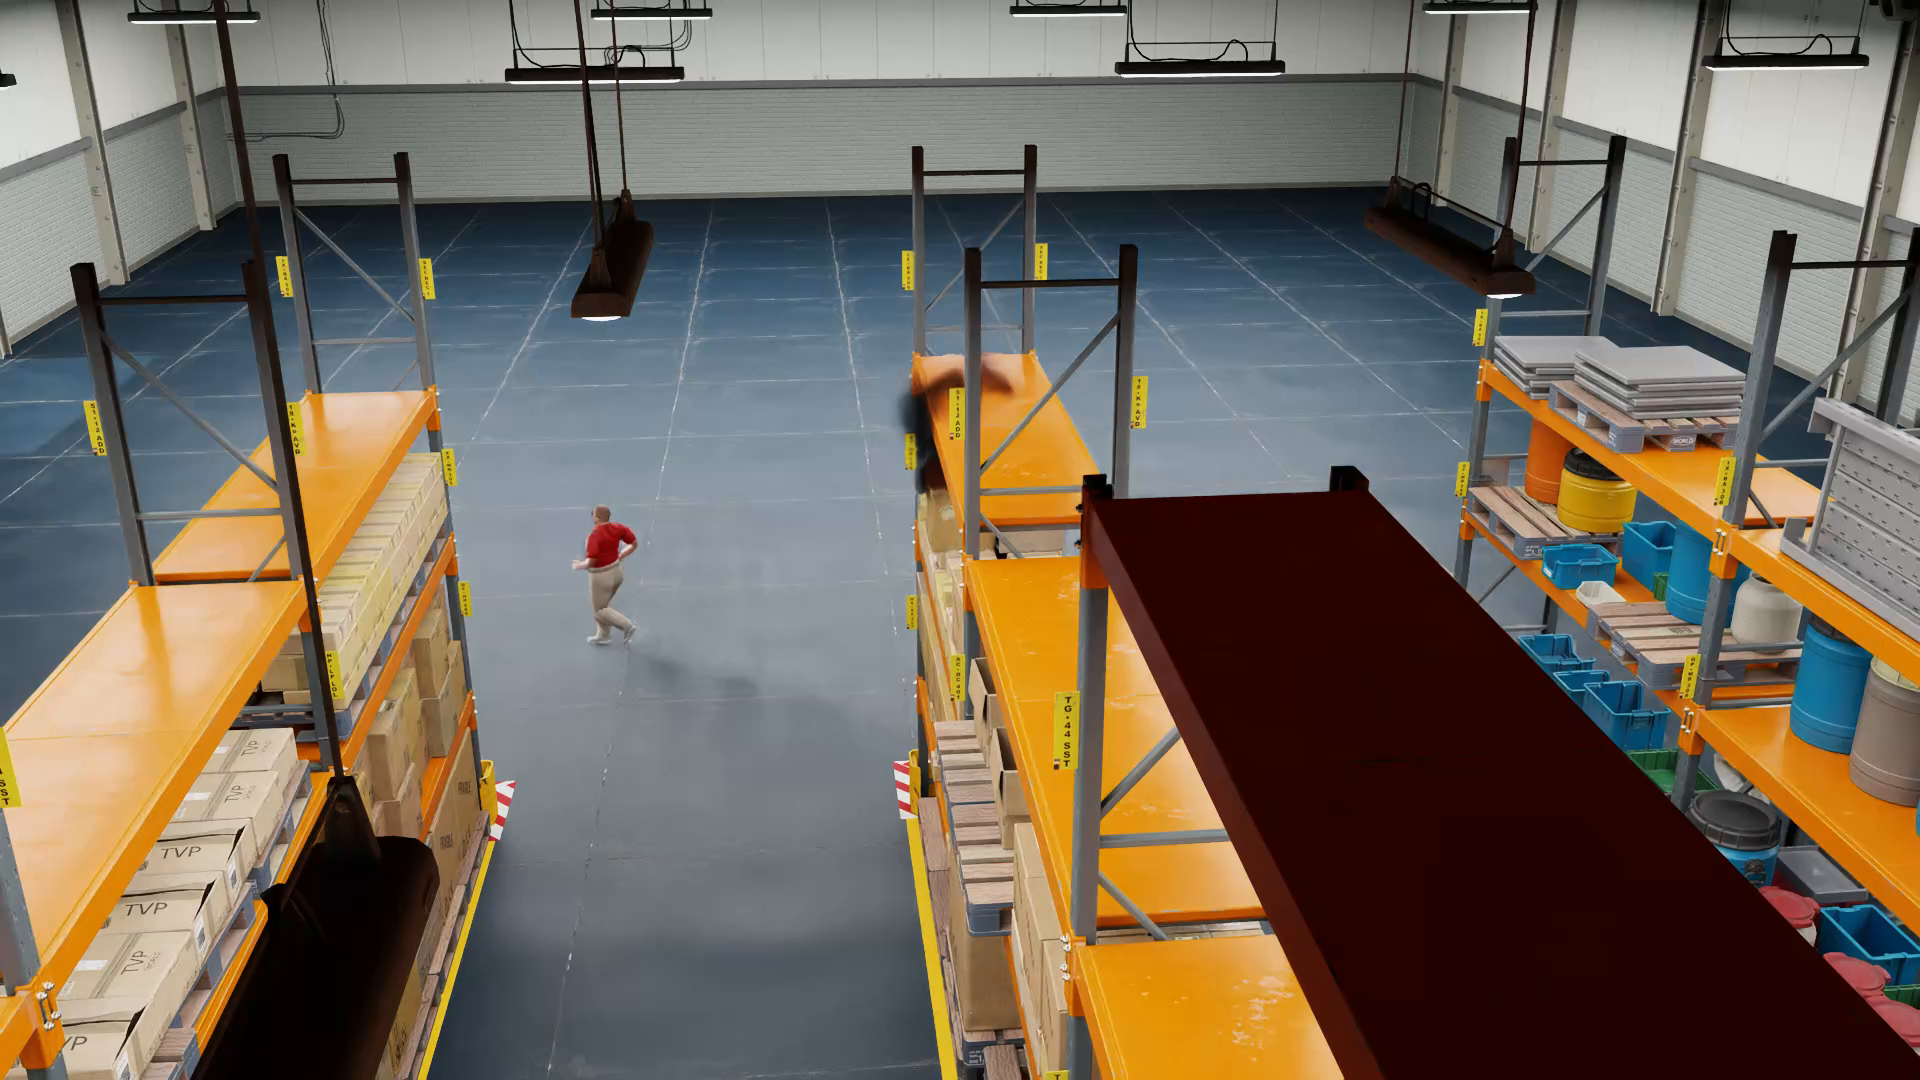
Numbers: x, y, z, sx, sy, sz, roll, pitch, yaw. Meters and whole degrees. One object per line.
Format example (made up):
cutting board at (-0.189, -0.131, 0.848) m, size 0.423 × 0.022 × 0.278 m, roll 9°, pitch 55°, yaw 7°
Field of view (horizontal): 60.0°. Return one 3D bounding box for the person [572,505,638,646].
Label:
person at (-3.870, 0.422, 18.313) m, size 0.809 × 1.720 × 0.663 m, roll 13°, pitch 25°, yaw 29°

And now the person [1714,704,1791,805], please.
person at (7.059, 1.765, 14.792) m, size 0.688 × 1.743 × 0.668 m, roll -8°, pitch 23°, yaw -19°
